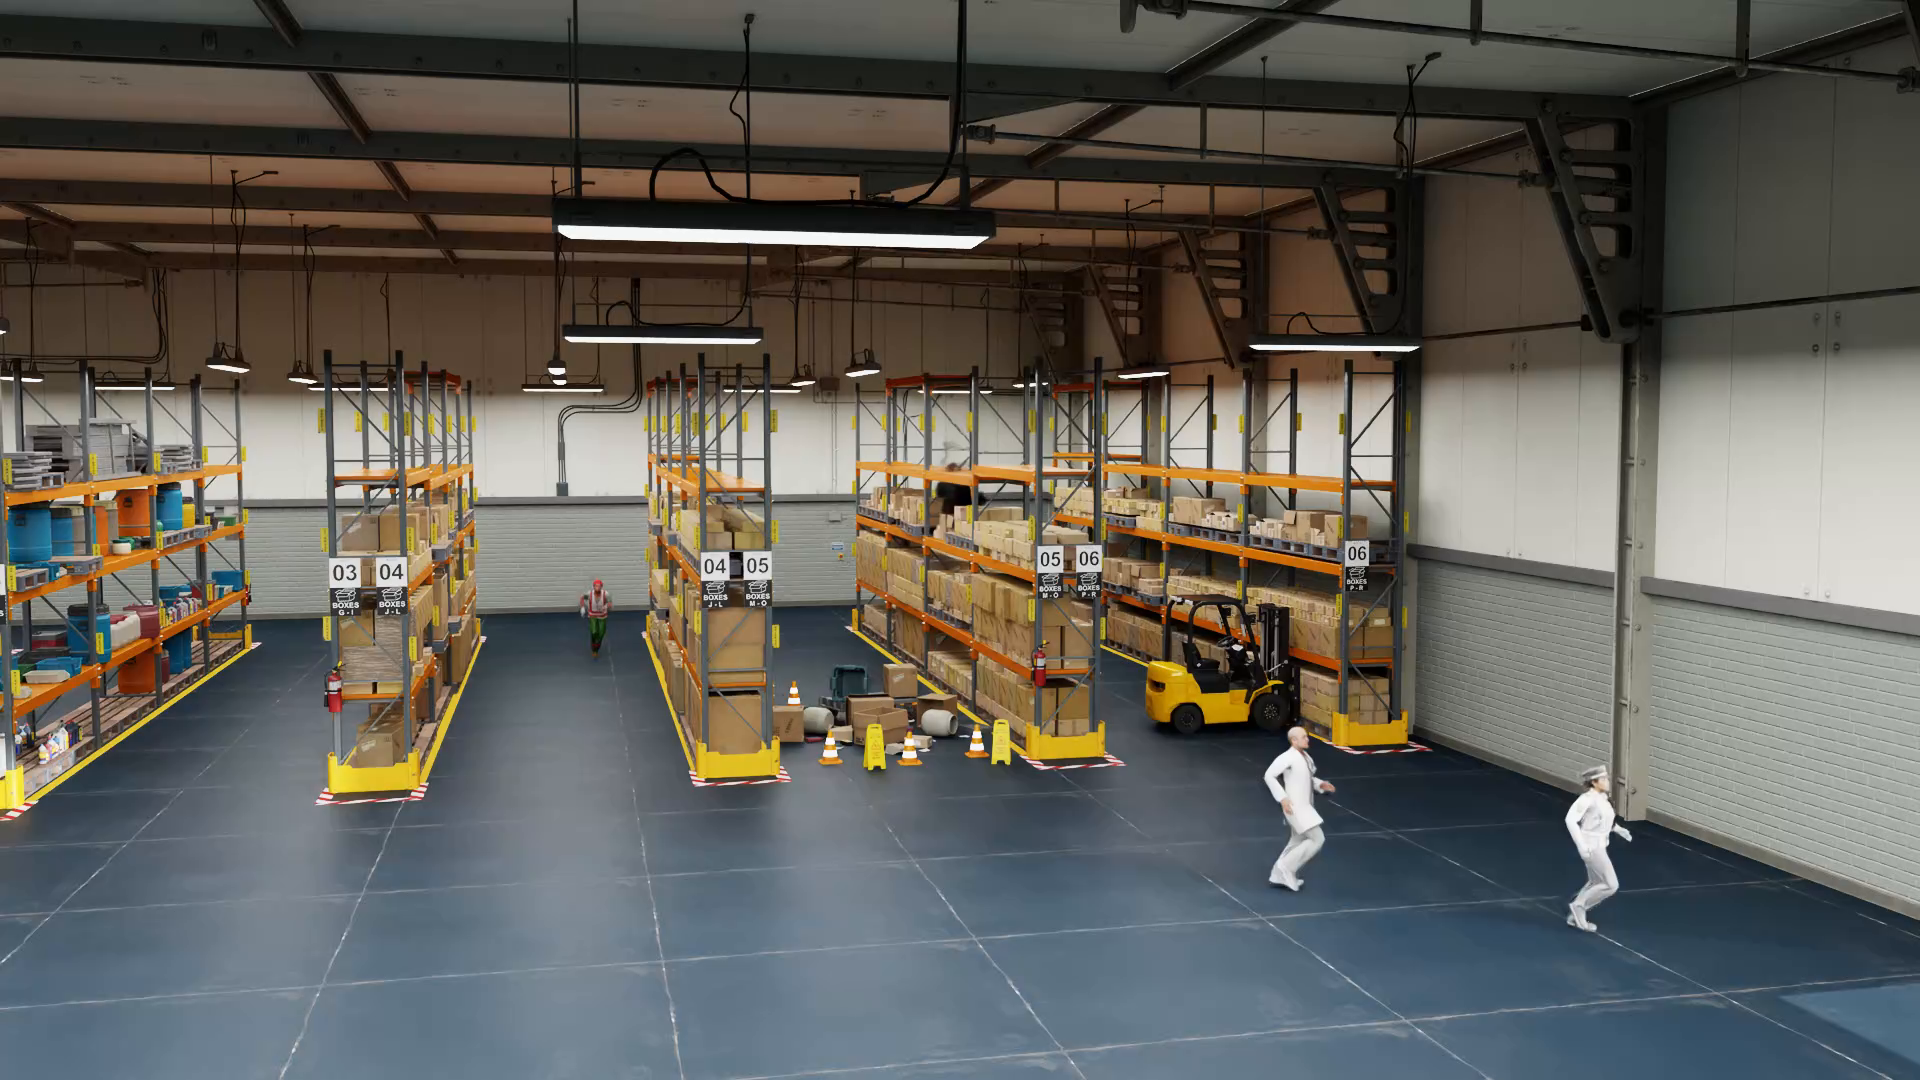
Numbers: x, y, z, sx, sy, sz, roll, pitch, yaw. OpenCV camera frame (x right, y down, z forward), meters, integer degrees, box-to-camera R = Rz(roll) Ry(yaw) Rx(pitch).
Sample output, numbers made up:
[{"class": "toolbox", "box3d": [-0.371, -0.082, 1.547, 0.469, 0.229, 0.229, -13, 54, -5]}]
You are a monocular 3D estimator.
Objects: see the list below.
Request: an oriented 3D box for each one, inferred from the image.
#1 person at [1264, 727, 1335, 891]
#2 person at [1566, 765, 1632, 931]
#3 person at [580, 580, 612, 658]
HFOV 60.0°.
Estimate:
[{"class": "person", "box3d": [3.661, 2.878, 17.817, 0.712, 1.747, 0.685, 2, 5, 29]}, {"class": "person", "box3d": [6.265, 3.031, 16.337, 0.567, 1.662, 0.539, 3, 5, 33]}, {"class": "person", "box3d": [-7.744, 1.682, 35.475, 0.649, 1.705, 0.751, -1, 4, -20]}]
